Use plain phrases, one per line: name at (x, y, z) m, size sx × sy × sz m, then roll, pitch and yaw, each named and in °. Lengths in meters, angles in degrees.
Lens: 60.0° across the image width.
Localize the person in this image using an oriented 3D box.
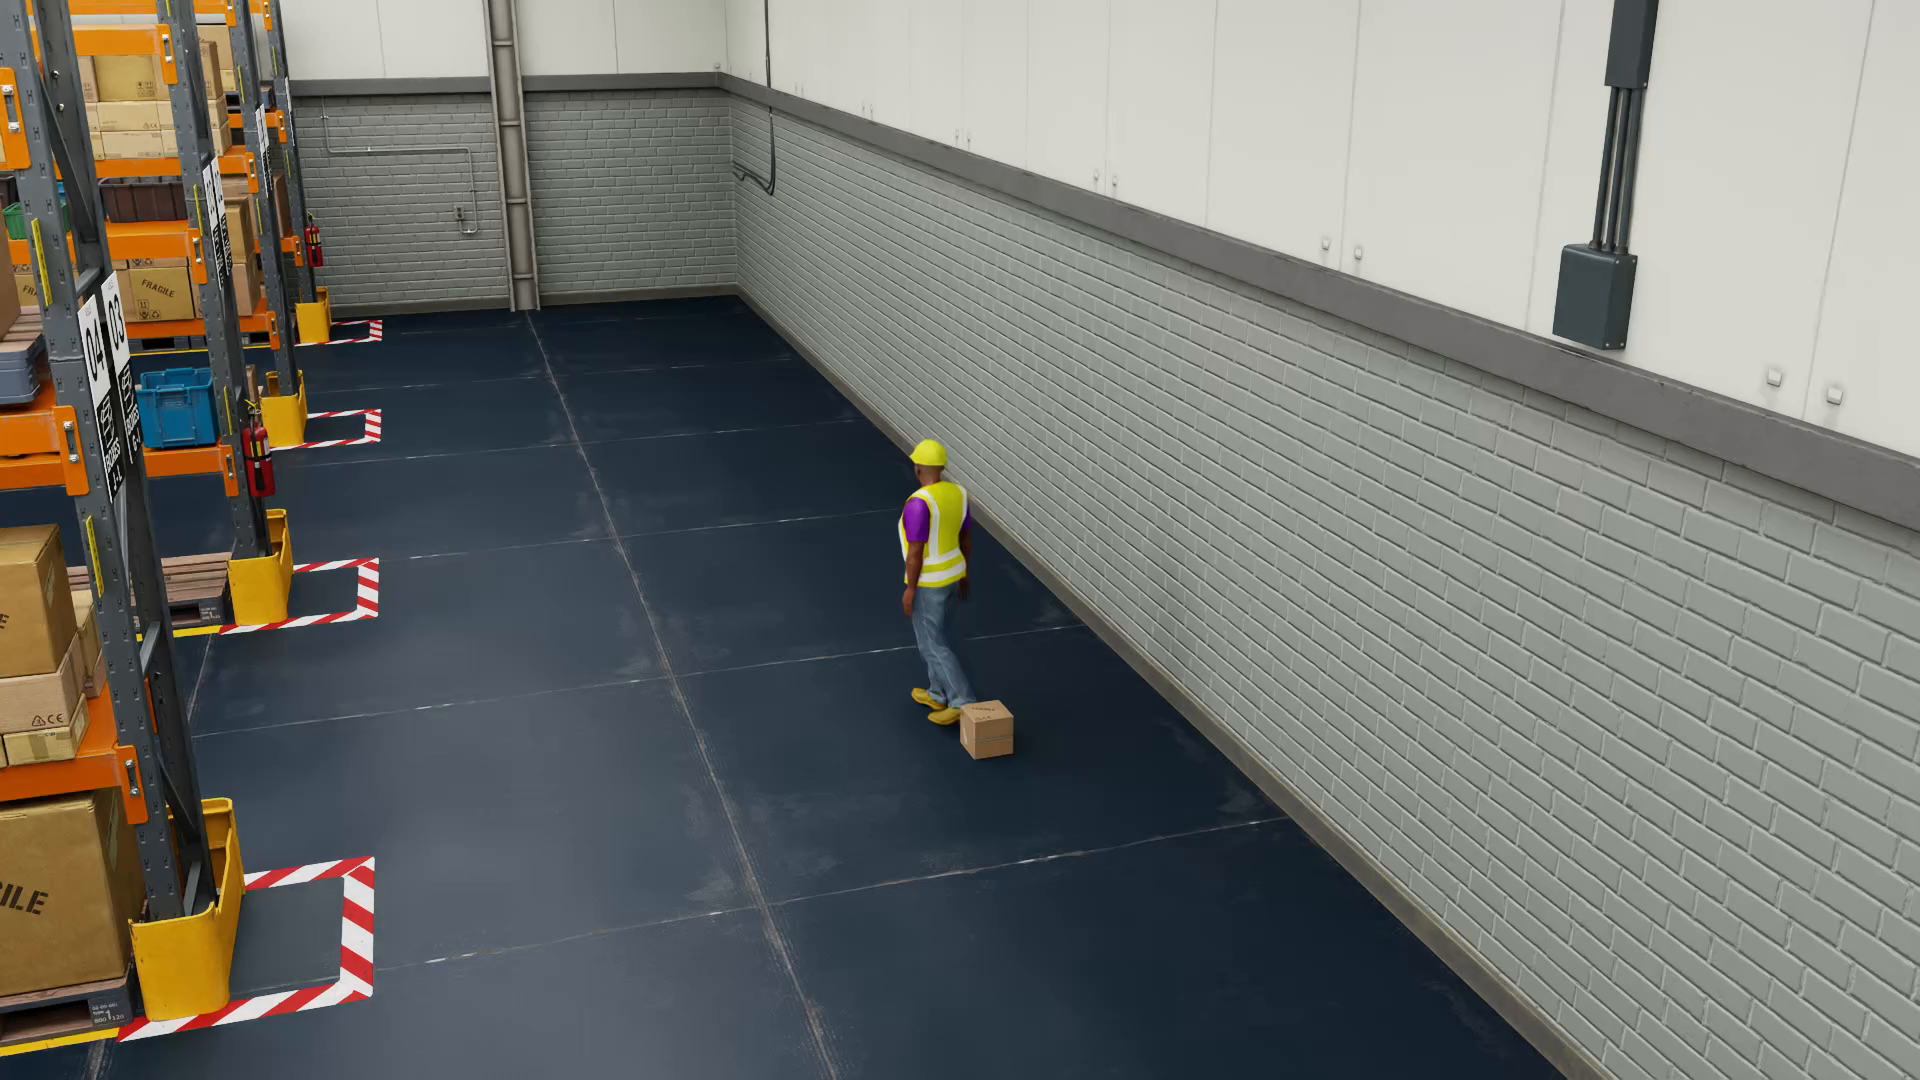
person at (-0.103, 0.261, 10.288) m, size 0.580 × 1.755 × 0.607 m, roll 12°, pitch 22°, yaw 30°
